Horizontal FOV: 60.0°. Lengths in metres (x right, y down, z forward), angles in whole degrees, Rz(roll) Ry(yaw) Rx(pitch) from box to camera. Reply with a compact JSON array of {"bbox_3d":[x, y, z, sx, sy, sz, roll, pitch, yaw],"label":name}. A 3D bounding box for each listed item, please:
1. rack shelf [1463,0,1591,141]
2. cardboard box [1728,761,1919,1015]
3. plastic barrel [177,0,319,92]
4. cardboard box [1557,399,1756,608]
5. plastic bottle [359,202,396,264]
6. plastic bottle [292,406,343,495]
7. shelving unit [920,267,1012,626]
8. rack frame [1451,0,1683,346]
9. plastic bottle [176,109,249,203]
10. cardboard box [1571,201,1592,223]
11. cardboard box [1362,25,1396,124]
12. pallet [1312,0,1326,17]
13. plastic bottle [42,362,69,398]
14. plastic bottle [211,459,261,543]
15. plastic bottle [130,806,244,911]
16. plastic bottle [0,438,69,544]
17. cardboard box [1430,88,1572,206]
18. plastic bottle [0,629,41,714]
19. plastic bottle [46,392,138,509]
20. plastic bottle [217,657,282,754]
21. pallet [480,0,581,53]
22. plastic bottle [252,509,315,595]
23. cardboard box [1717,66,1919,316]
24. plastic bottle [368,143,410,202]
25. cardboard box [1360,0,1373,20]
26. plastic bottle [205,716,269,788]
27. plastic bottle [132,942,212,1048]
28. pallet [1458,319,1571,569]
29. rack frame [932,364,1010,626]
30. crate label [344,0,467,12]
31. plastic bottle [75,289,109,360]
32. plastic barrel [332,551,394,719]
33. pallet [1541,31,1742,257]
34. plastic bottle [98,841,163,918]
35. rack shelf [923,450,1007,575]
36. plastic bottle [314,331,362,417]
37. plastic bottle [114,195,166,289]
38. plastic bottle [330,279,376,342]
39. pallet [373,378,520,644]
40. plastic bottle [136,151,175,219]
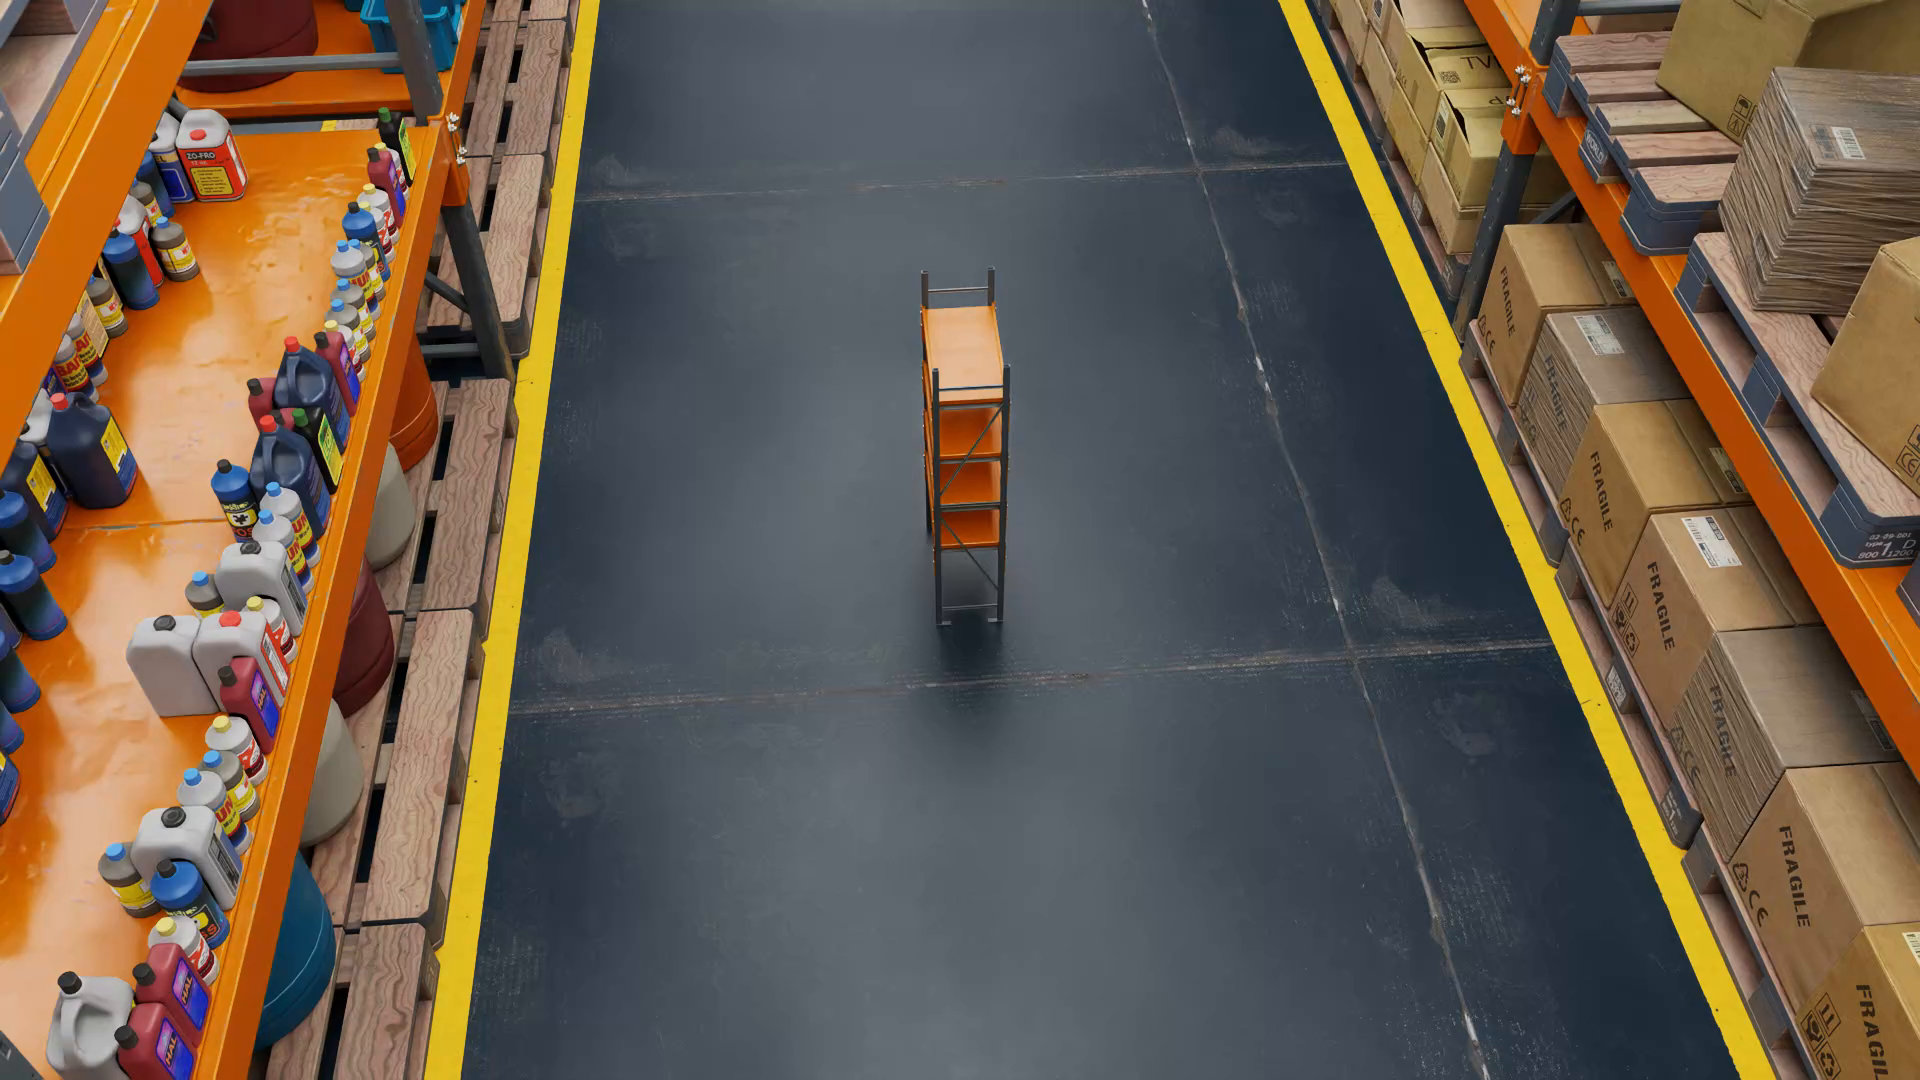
[{"bbox_3d":[2.437,-3.128,7.642,1.077,0.370,4.000,-3,47,-3],"label":"rack shelf"},{"bbox_3d":[2.580,0.976,4.678,0.500,0.500,0.500,-3,47,-3],"label":"cardboard box"},{"bbox_3d":[-2.672,-1.994,5.979,0.600,0.536,0.708,-3,47,-3],"label":"plastic barrel"},{"bbox_3d":[2.445,-0.132,5.727,0.500,0.500,0.500,-4,47,-4],"label":"cardboard box"},{"bbox_3d":[-1.854,-0.973,5.242,0.097,0.201,0.097,0,47,0],"label":"plastic bottle"},{"bbox_3d":[-1.750,-0.266,4.516,0.061,0.283,0.133,-3,47,-3],"label":"plastic bottle"},{"bbox_3d":[0.014,-0.293,5.701,0.258,1.200,0.503,-3,47,-3],"label":"shelving unit"},{"bbox_3d":[2.605,-1.928,6.010,1.000,3.000,0.127,-3,47,-3],"label":"rack frame"},{"bbox_3d":[-2.466,-1.264,5.466,0.152,0.276,0.135,-3,47,-3],"label":"plastic bottle"},{"bbox_3d":[2.854,-1.524,7.232,0.500,0.250,0.500,-4,47,-3],"label":"cardboard box"},{"bbox_3d":[2.232,-2.230,7.900,0.500,0.250,0.500,-3,47,-2],"label":"cardboard box"},{"bbox_3d":[2.371,-3.333,9.261,1.003,0.211,1.213,-3,47,-3],"label":"pallet"},{"bbox_3d":[-2.566,-0.418,4.661,0.061,0.283,0.133,-3,47,-3],"label":"plastic bottle"},{"bbox_3d":[-1.895,-0.105,4.372,0.097,0.271,0.097,0,47,0],"label":"plastic bottle"},{"bbox_3d":[-1.686,0.684,3.622,0.152,0.276,0.135,-3,47,-3],"label":"plastic bottle"},{"bbox_3d":[-2.492,-0.161,4.371,0.144,0.351,0.185,-3,47,-3],"label":"plastic bottle"},{"bbox_3d":[2.316,-1.684,6.997,0.500,0.311,0.500,-2,47,-2],"label":"cardboard box"},{"bbox_3d":[-2.313,0.295,3.993,0.097,0.271,0.097,0,47,0],"label":"plastic bottle"},{"bbox_3d":[-2.352,-0.268,4.471,0.144,0.351,0.185,-3,47,-3],"label":"plastic bottle"},{"bbox_3d":[-1.677,0.370,3.914,0.061,0.283,0.133,-3,47,-3],"label":"plastic bottle"},{"bbox_3d":[-2.562,-2.999,8.945,1.003,0.211,1.213,-3,47,-3],"label":"pallet"},{"bbox_3d":[-1.735,0.027,4.247,0.097,0.271,0.097,0,47,0],"label":"plastic bottle"},{"bbox_3d":[2.656,-0.985,4.759,0.700,0.500,0.500,4,47,4],"label":"cardboard box"},{"bbox_3d":[-1.881,-1.210,5.467,0.097,0.201,0.097,0,47,0],"label":"plastic bottle"},{"bbox_3d":[2.186,-2.788,8.043,0.500,0.311,0.500,-2,47,-2],"label":"cardboard box"},{"bbox_3d":[-1.685,0.483,3.863,0.097,0.201,0.097,0,47,0],"label":"plastic bottle"},{"bbox_3d":[-1.613,0.917,3.396,0.061,0.283,0.133,-3,47,-3],"label":"plastic bottle"},{"bbox_3d":[2.630,-0.427,6.509,1.003,0.211,1.213,-3,47,-3],"label":"pallet"},{"bbox_3d":[0.034,-0.116,5.534,0.240,1.200,0.015,-3,47,-3],"label":"rack frame"},{"bbox_3d":[-2.145,-2.377,6.411,0.502,0.435,0.616,-3,47,-3],"label":"crate label"},{"bbox_3d":[-2.594,-0.656,4.885,0.061,0.283,0.133,-3,47,-3],"label":"plastic bottle"},{"bbox_3d":[-2.179,0.225,5.343,0.600,0.588,0.708,-3,47,-3],"label":"plastic barrel"},{"bbox_3d":[2.732,-1.376,5.620,1.213,0.211,1.003,-3,47,-3],"label":"pallet"},{"bbox_3d":[-1.809,0.731,3.629,0.097,0.201,0.097,0,47,0],"label":"plastic bottle"},{"bbox_3d":[0.014,-0.110,5.894,0.258,0.148,0.480,-3,47,-3],"label":"rack shelf"},{"bbox_3d":[-1.777,-0.496,4.734,0.061,0.283,0.133,-3,47,-3],"label":"plastic bottle"},{"bbox_3d":[-2.579,-0.920,5.141,0.152,0.276,0.135,-3,47,-3],"label":"plastic bottle"},{"bbox_3d":[-1.821,-0.691,4.975,0.097,0.201,0.097,0,47,0],"label":"plastic bottle"},{"bbox_3d":[-2.224,-0.103,6.202,1.003,0.211,1.213,-3,47,-3],"label":"pallet"},{"bbox_3d":[-2.635,-1.167,5.378,0.097,0.271,0.097,0,47,0],"label":"plastic bottle"}]
